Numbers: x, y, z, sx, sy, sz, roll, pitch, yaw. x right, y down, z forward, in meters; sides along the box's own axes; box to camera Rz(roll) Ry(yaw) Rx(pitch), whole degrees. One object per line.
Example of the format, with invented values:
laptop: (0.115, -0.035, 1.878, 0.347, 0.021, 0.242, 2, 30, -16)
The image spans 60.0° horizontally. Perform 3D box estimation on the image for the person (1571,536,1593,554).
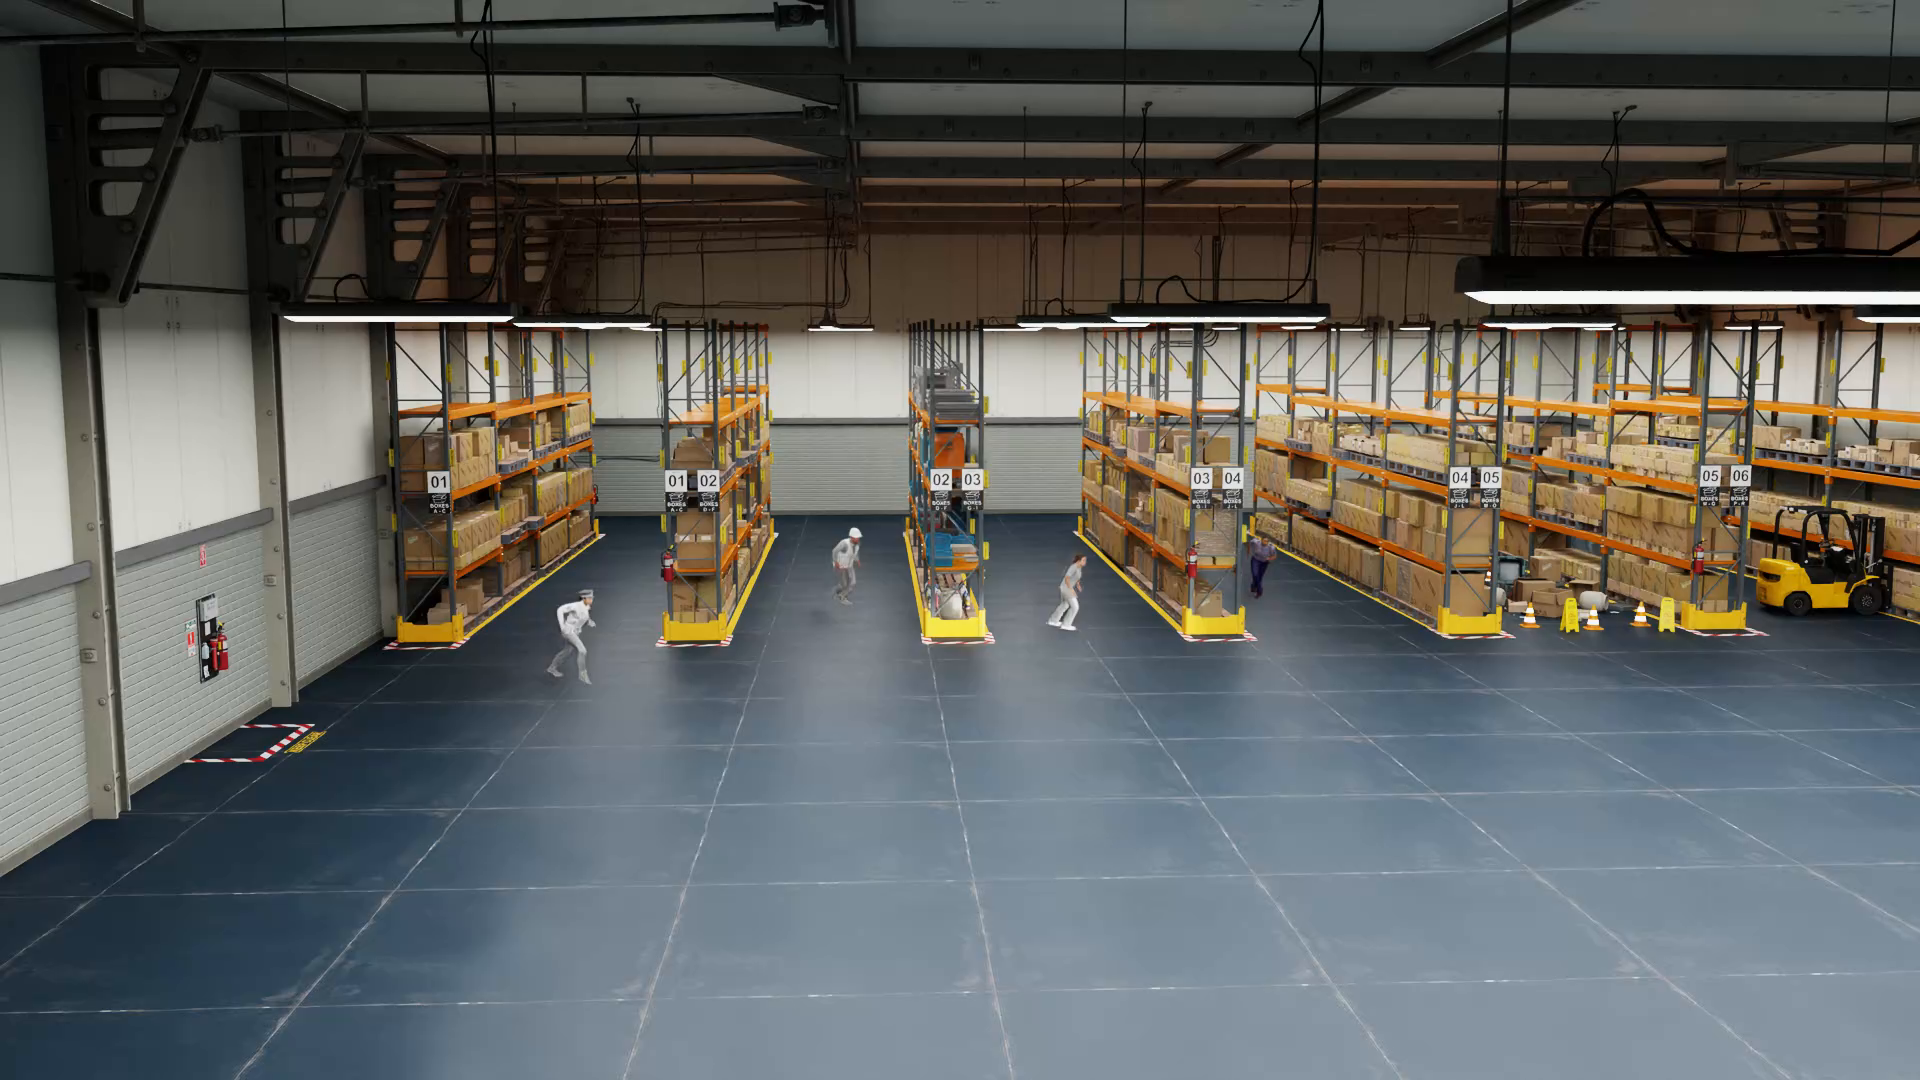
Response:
person: (16.070, -0.447, 43.018, 0.642, 1.708, 0.968, -2, 7, -12)

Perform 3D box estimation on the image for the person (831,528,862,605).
person: (-2.313, 0.530, 33.485, 0.669, 1.593, 0.941, -6, 9, -42)

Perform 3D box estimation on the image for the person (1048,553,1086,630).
person: (2.080, 0.984, 32.344, 0.794, 1.535, 0.631, 2, 7, 14)

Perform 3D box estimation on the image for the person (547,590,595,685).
person: (-6.430, 1.600, 27.342, 0.955, 1.624, 0.664, 3, 8, 23)

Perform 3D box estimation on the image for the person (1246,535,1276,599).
person: (6.583, 0.548, 36.425, 0.591, 1.445, 1.079, 0, 7, 0)
